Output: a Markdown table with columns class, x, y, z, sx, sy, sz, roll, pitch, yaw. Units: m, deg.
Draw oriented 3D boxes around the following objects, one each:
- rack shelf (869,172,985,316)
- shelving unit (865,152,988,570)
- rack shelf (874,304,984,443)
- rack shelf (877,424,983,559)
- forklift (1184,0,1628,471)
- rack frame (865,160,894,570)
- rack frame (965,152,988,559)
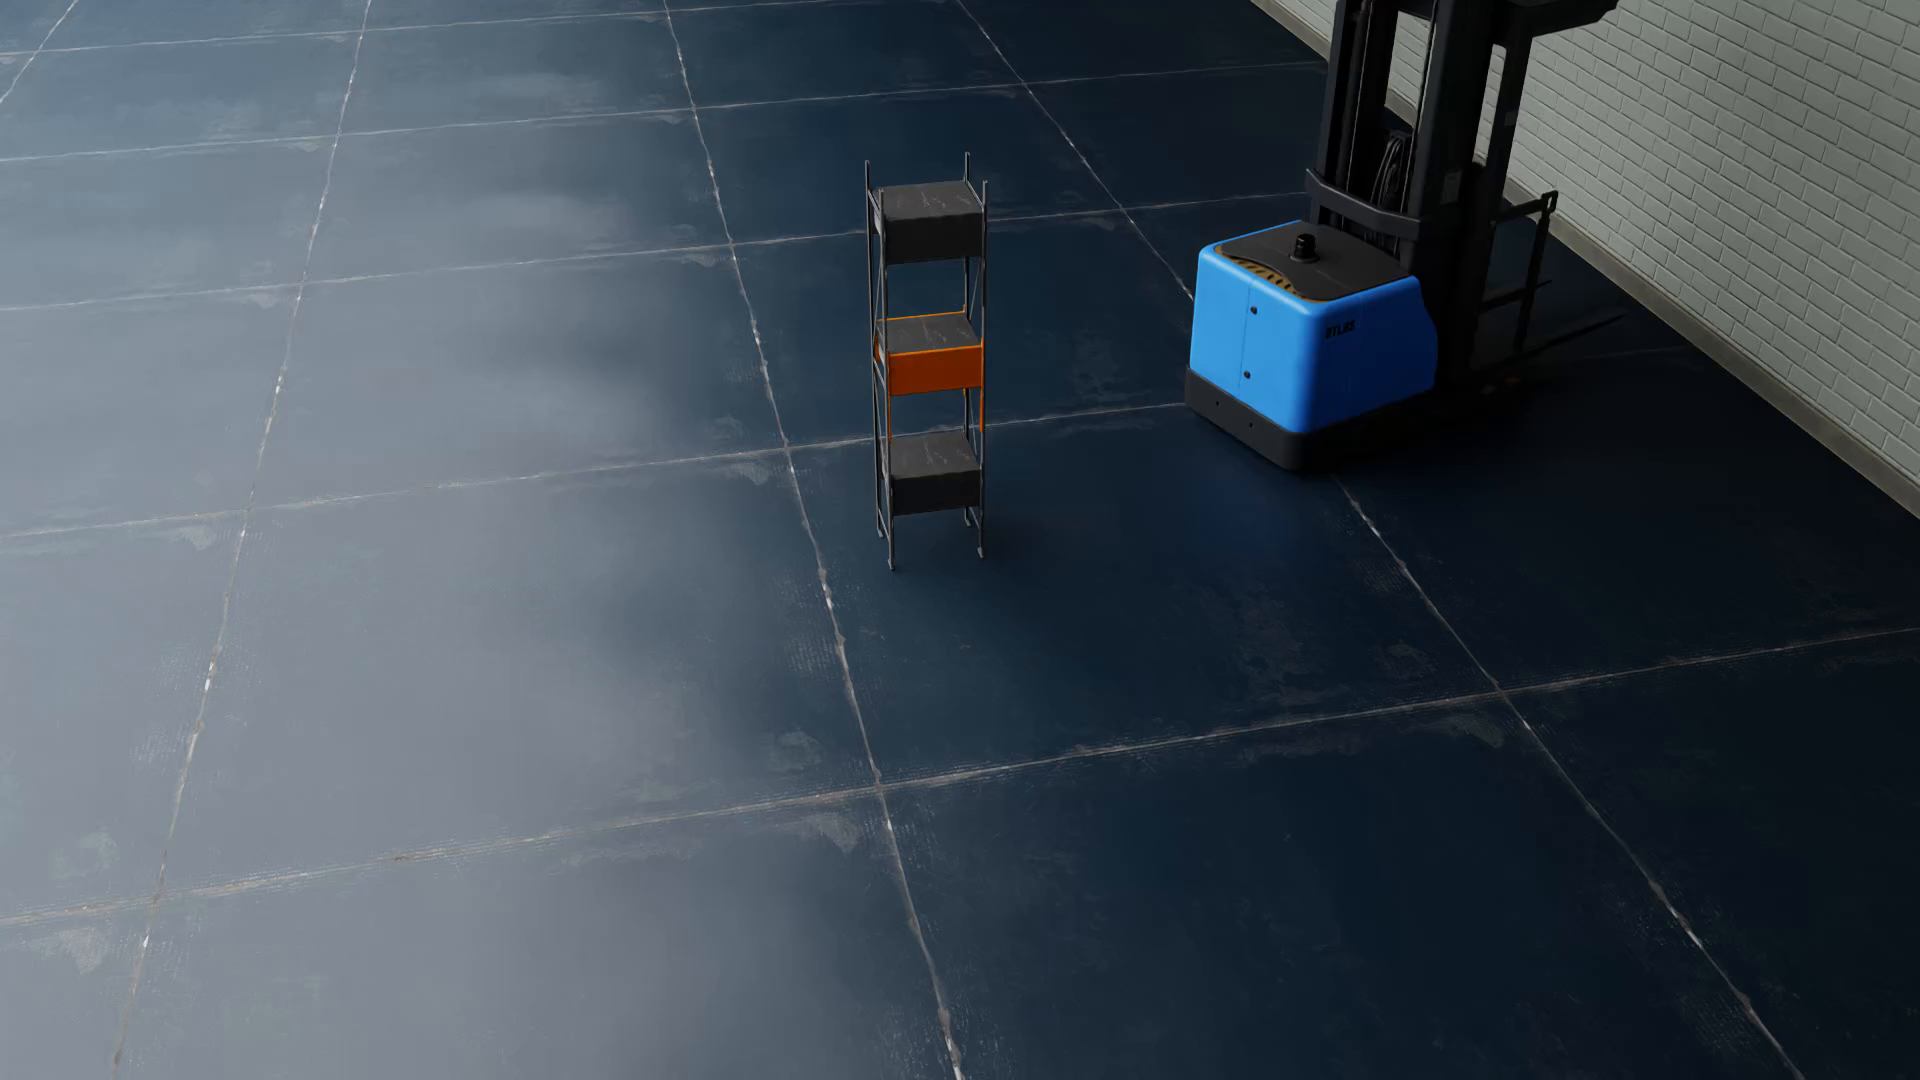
| class | x | y | z | sx | sy | sz | roll | pitch | yaw |
| --- | --- | --- | --- | --- | --- | --- | --- | --- | --- |
| rack shelf | -0.161 | -1.421 | 7.975 | 0.480 | 0.518 | 0.431 | -7 | 35 | -11 |
| shelving unit | -0.161 | -0.852 | 8.358 | 0.503 | 2.100 | 0.431 | -7 | 35 | -11 |
| rack shelf | -0.161 | -0.840 | 8.365 | 0.480 | 0.518 | 0.431 | -7 | 35 | -11 |
| rack shelf | -0.161 | -0.259 | 8.755 | 0.480 | 0.518 | 0.431 | -7 | 35 | -11 |
| forklift | 2.879 | -2.222 | 9.653 | 3.031 | 2.935 | 1.130 | -19 | 38 | -26 |
| rack frame | -0.399 | -0.822 | 8.313 | 0.015 | 2.100 | 0.400 | -7 | 35 | -11 |
| rack frame | 0.077 | -0.882 | 8.402 | 0.015 | 2.100 | 0.400 | -7 | 35 | -11 |
